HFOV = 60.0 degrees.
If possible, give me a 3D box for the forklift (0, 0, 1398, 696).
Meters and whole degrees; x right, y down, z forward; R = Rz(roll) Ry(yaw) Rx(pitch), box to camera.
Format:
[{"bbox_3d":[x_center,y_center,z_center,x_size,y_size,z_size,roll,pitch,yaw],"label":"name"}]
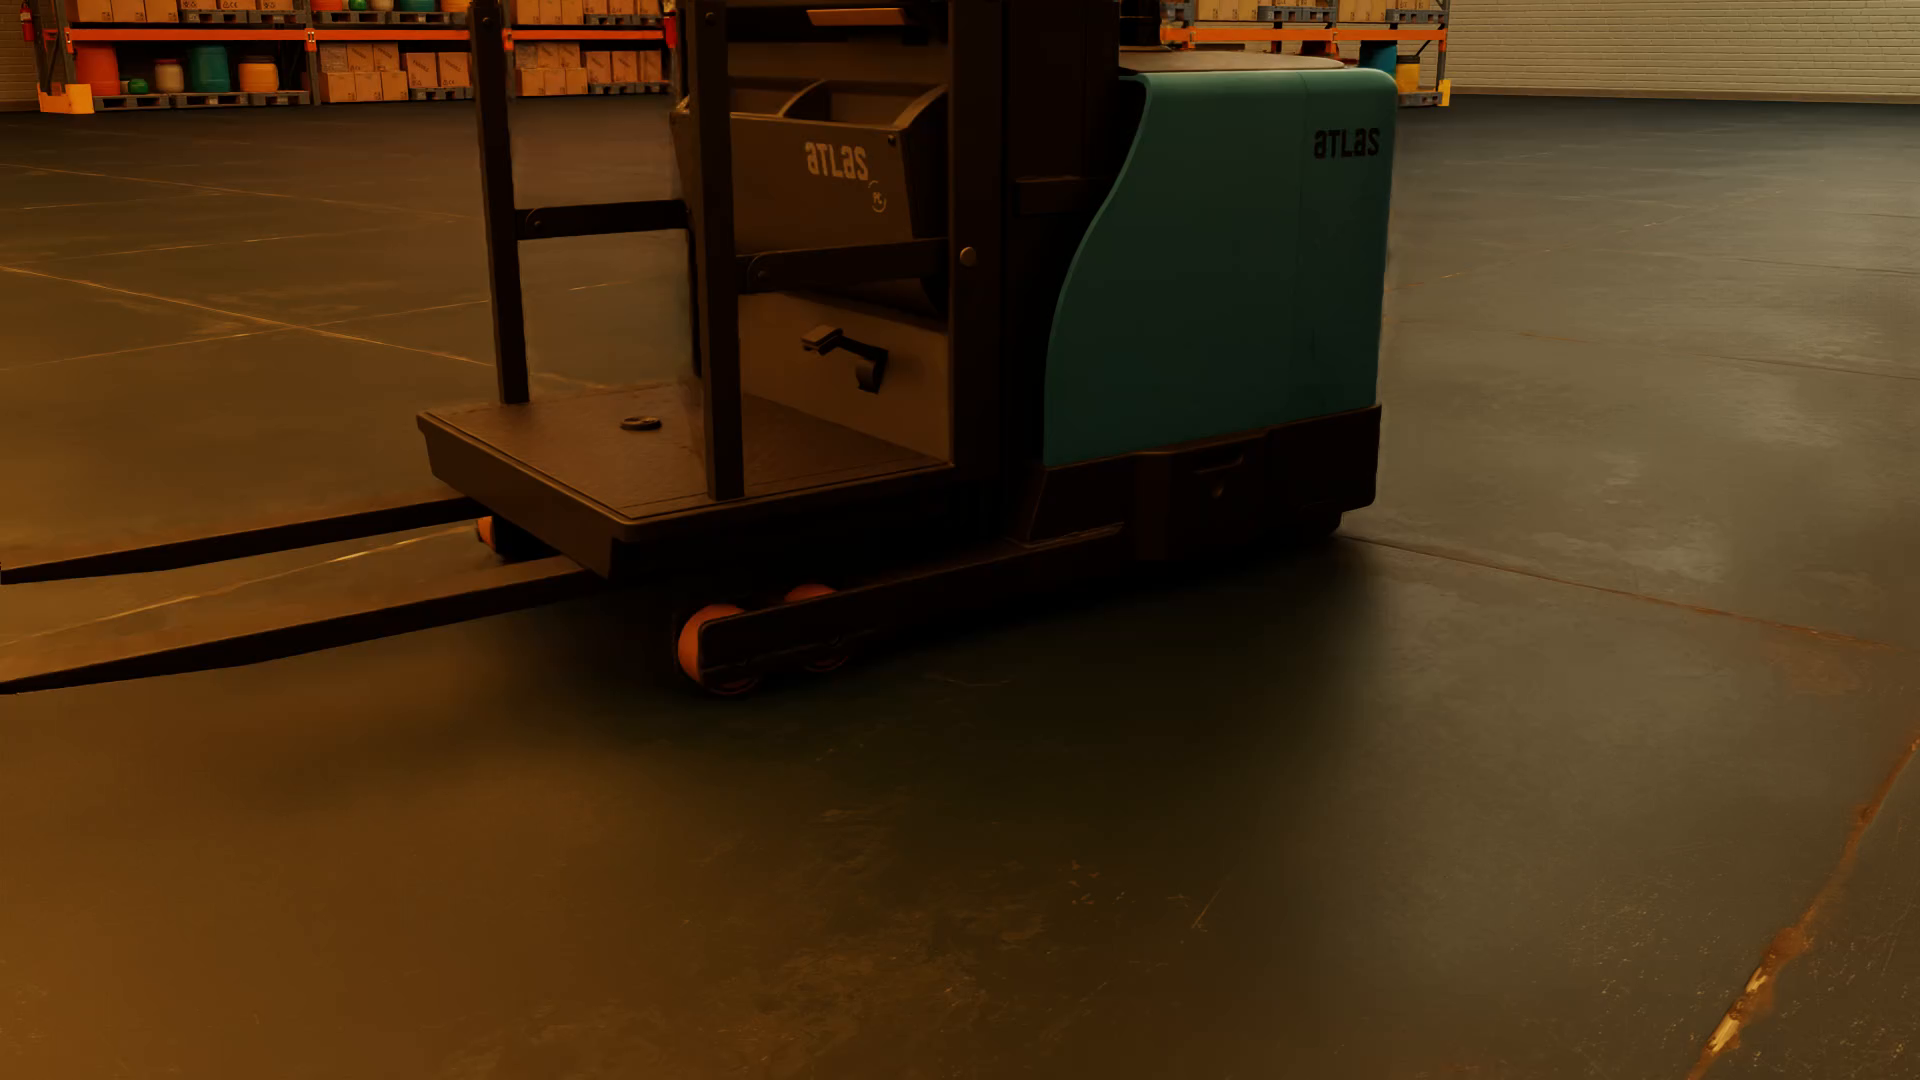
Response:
[{"bbox_3d":[-0.491,-1.294,3.158,3.031,2.935,1.130,-12,21,-34],"label":"forklift"}]
